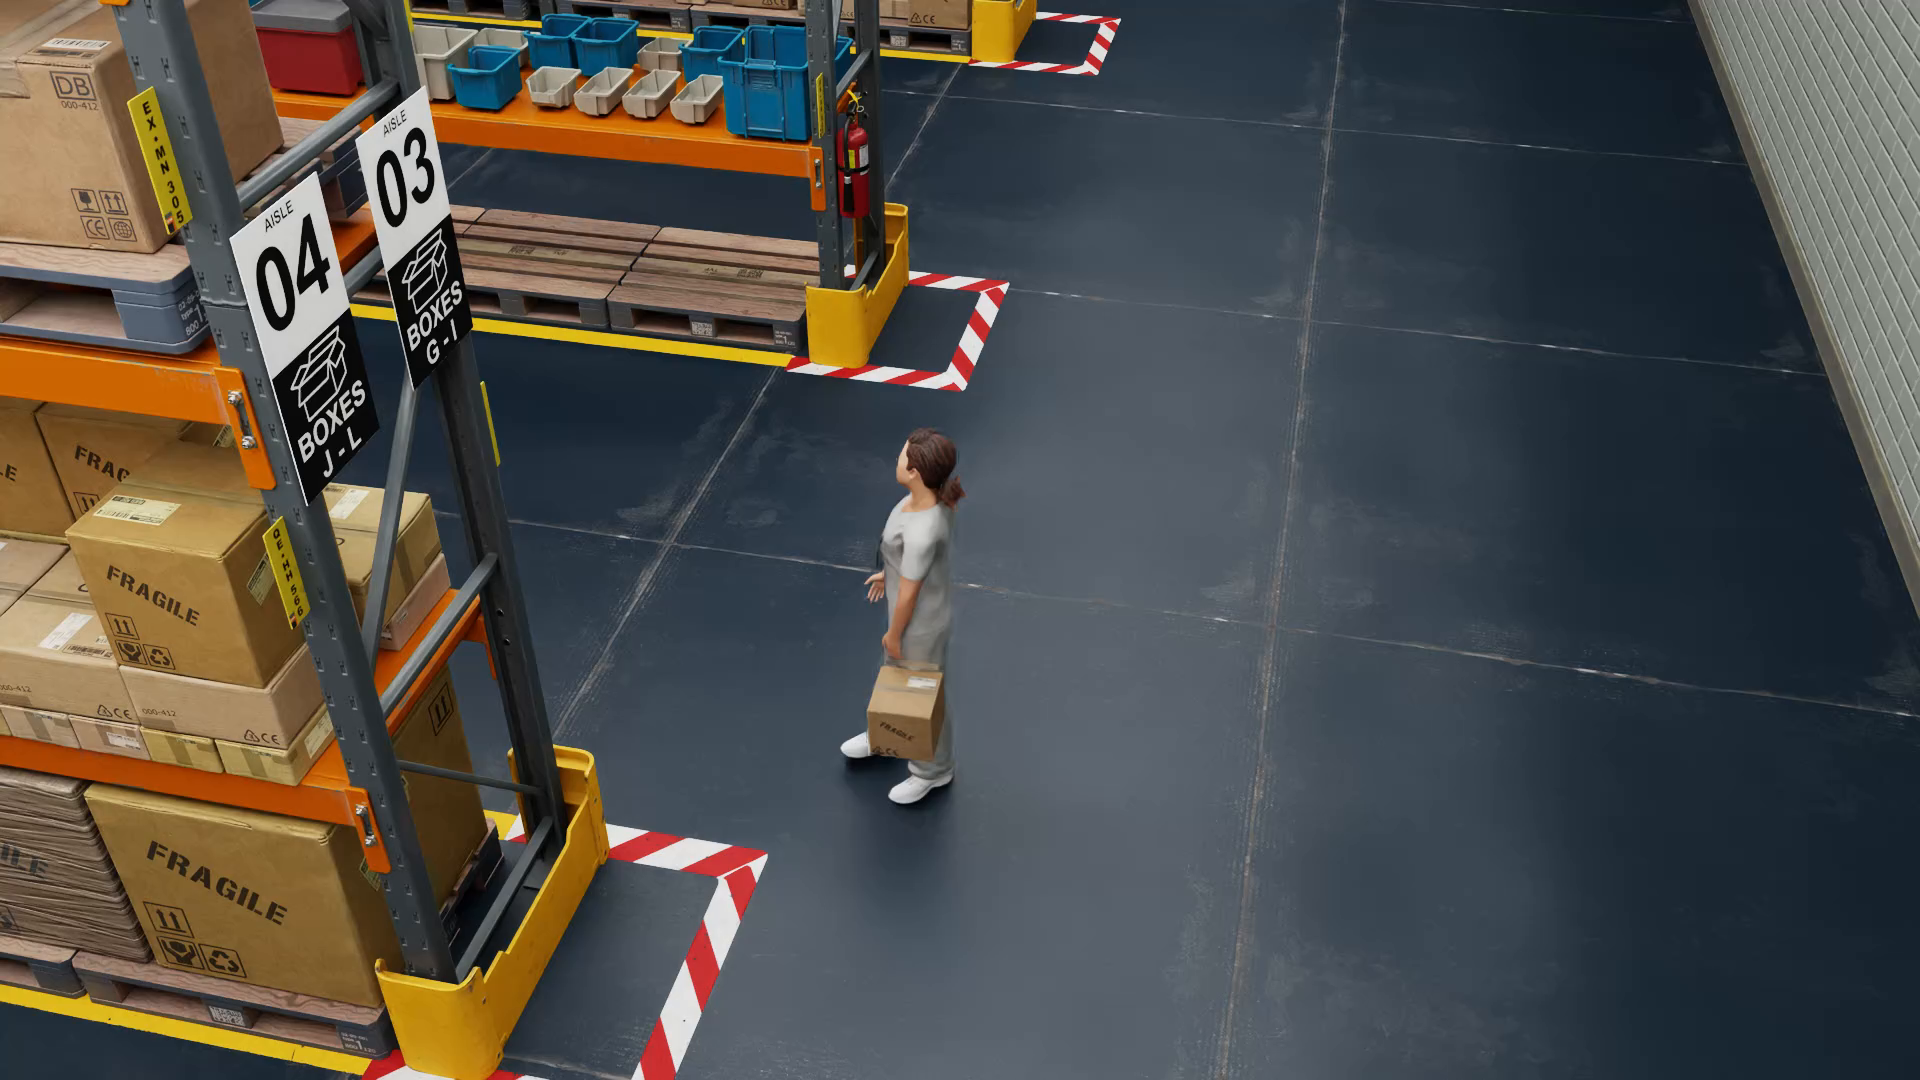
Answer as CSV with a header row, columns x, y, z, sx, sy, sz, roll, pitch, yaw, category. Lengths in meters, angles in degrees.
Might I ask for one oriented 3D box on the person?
x,y,z,sx,sy,sz,roll,pitch,yaw,category
-0.238,0.302,6.535,0.537,1.671,0.463,1,37,1,person
